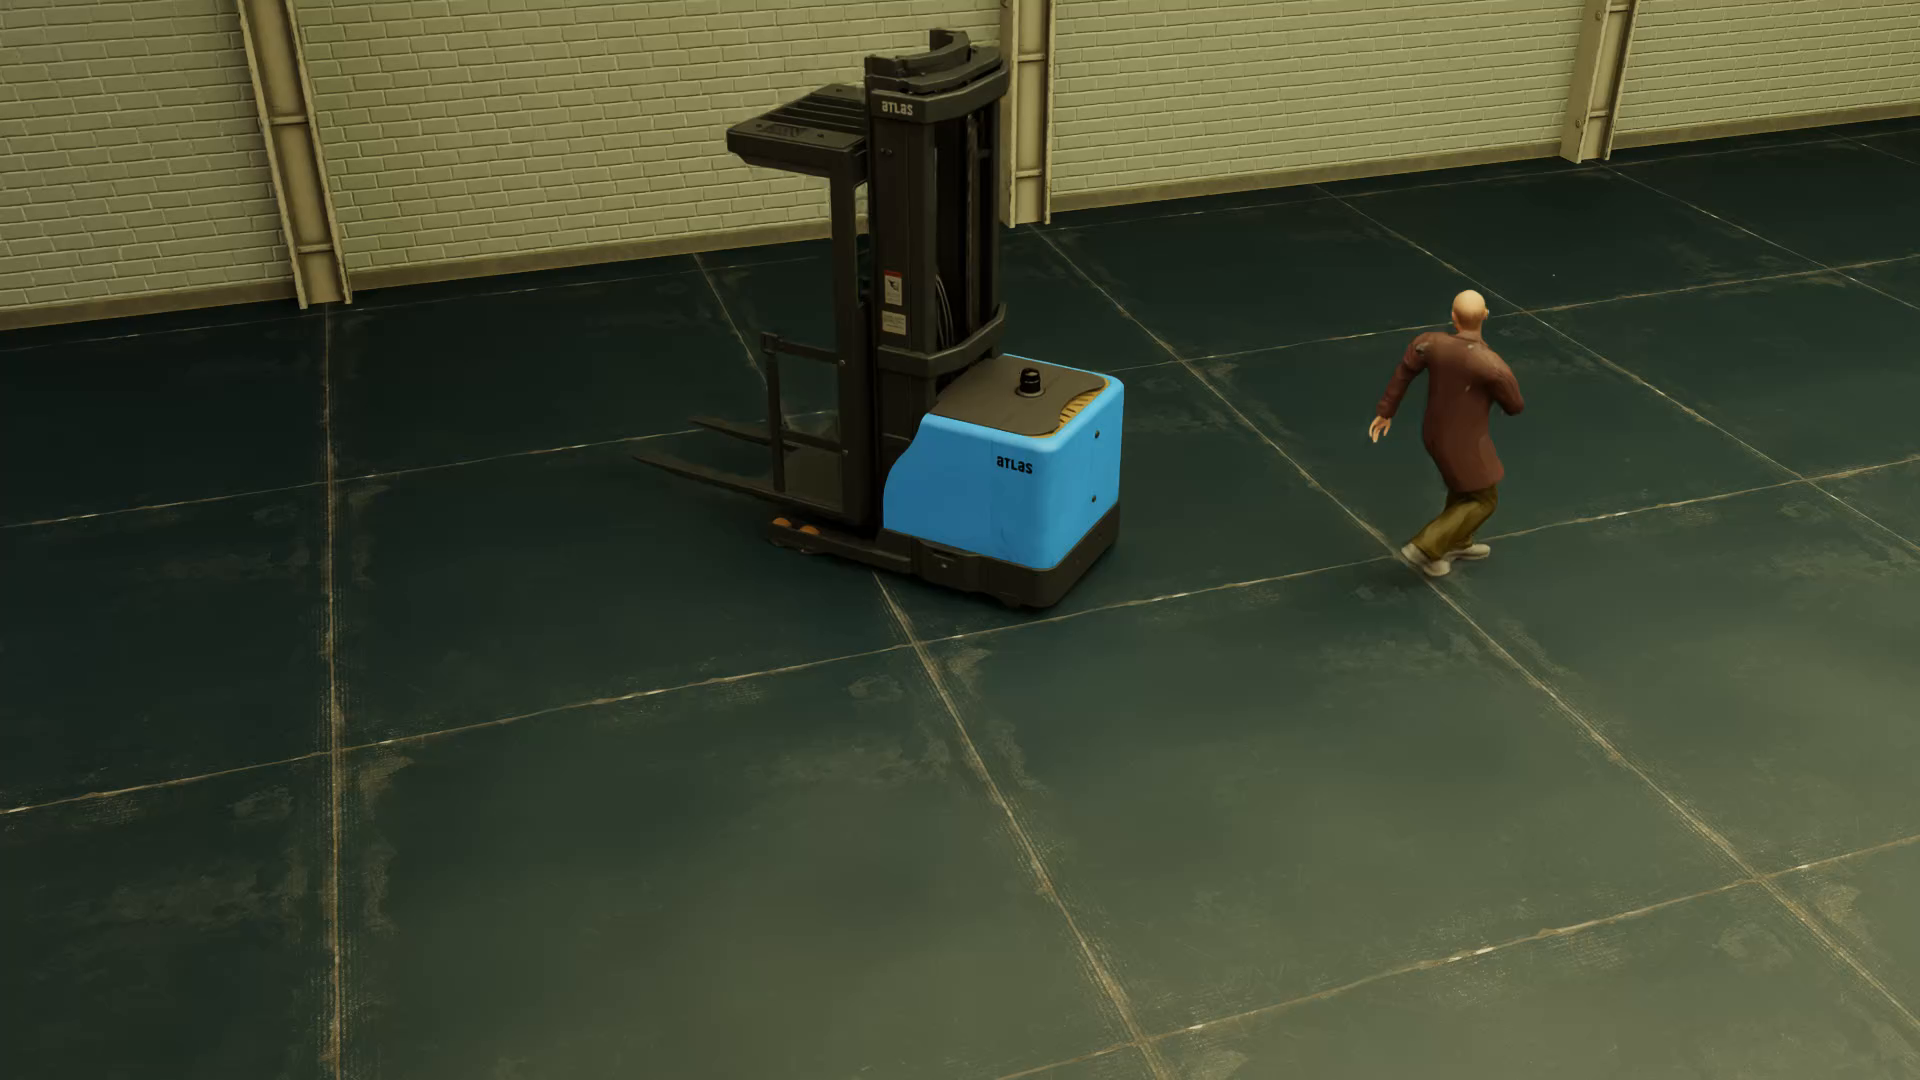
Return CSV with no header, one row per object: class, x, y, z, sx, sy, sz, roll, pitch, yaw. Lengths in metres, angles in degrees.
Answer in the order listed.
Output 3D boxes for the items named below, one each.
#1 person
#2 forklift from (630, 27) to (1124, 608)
person,2.794,-0.606,9.380,0.741,1.710,0.703,-12,32,-19
forklift,-0.595,-1.402,9.524,3.031,2.935,1.130,15,33,24
